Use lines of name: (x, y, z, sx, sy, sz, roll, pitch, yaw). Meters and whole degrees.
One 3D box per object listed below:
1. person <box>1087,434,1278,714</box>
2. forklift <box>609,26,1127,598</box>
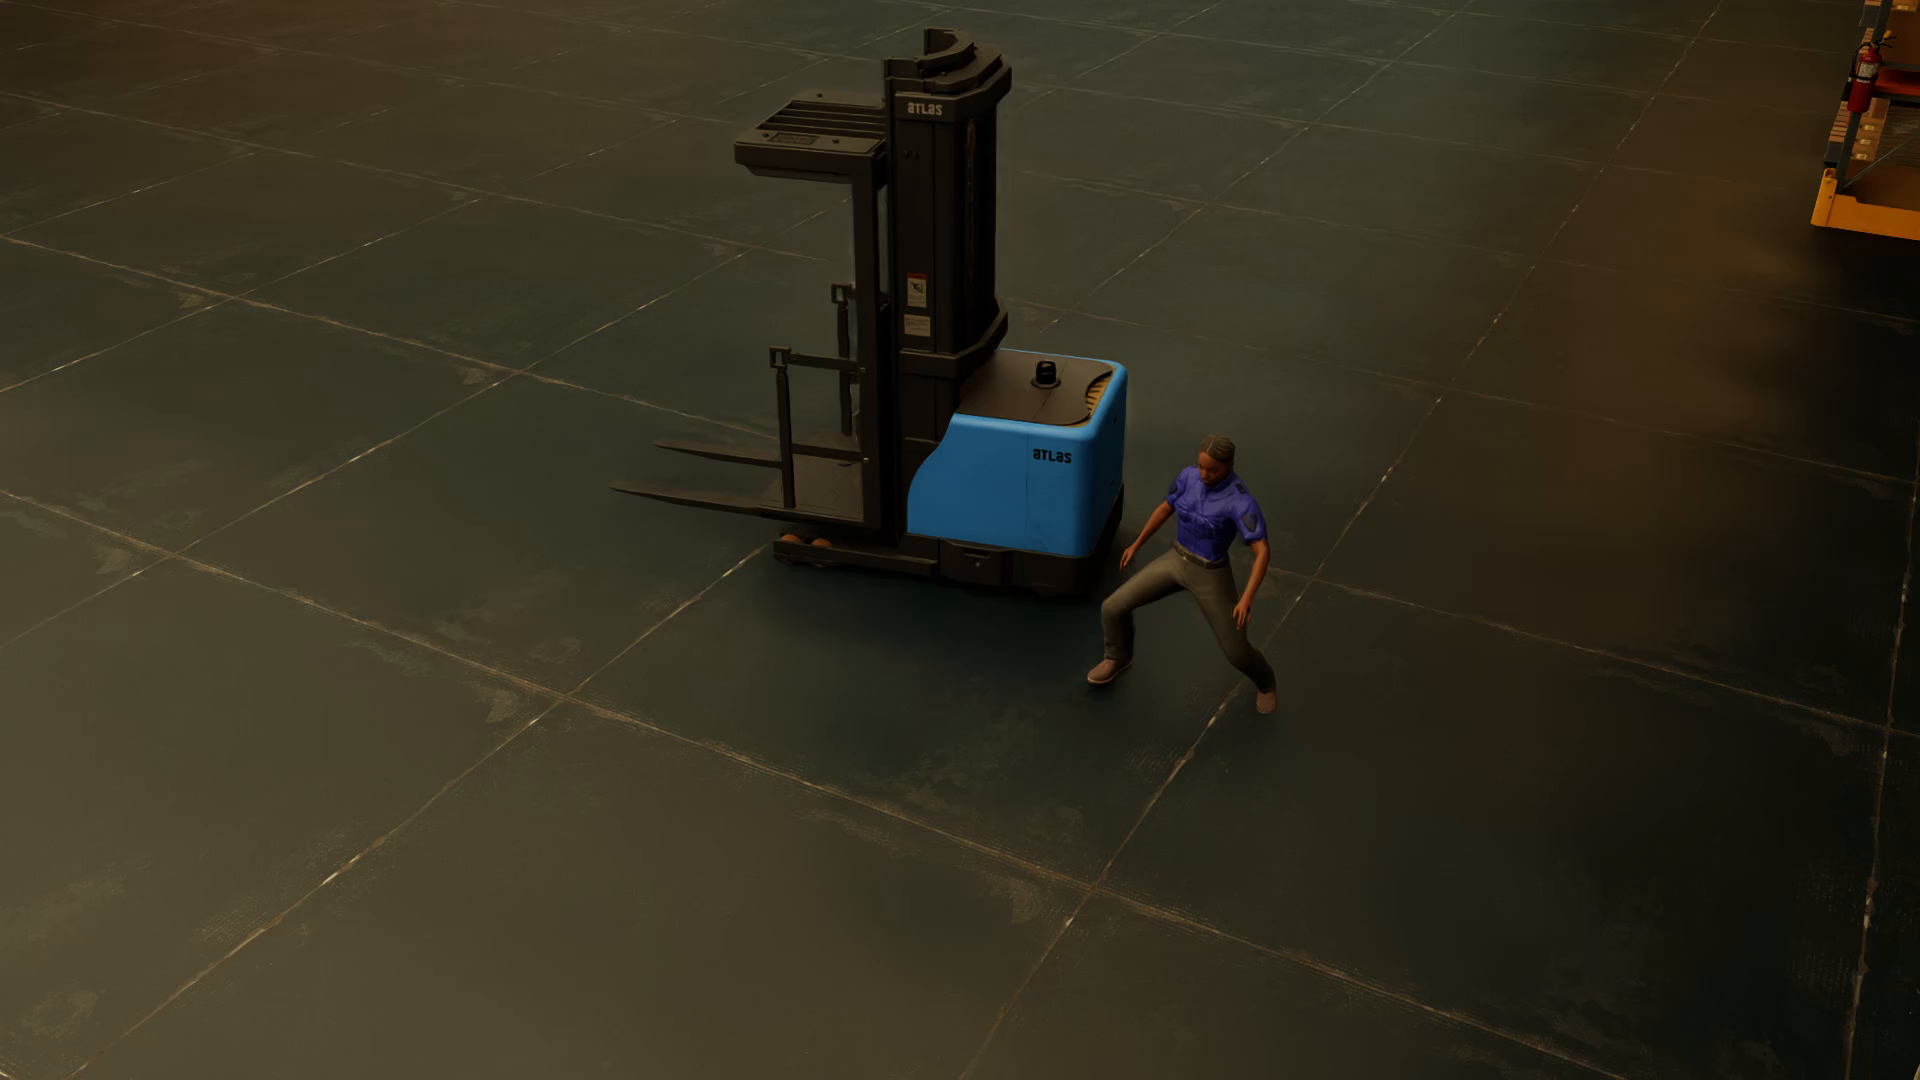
person: (1.210, 0.182, 8.245, 0.749, 1.526, 0.902, -25, 38, -36)
forklift: (-0.593, -1.349, 9.409, 3.031, 2.935, 1.130, 8, 31, 14)
